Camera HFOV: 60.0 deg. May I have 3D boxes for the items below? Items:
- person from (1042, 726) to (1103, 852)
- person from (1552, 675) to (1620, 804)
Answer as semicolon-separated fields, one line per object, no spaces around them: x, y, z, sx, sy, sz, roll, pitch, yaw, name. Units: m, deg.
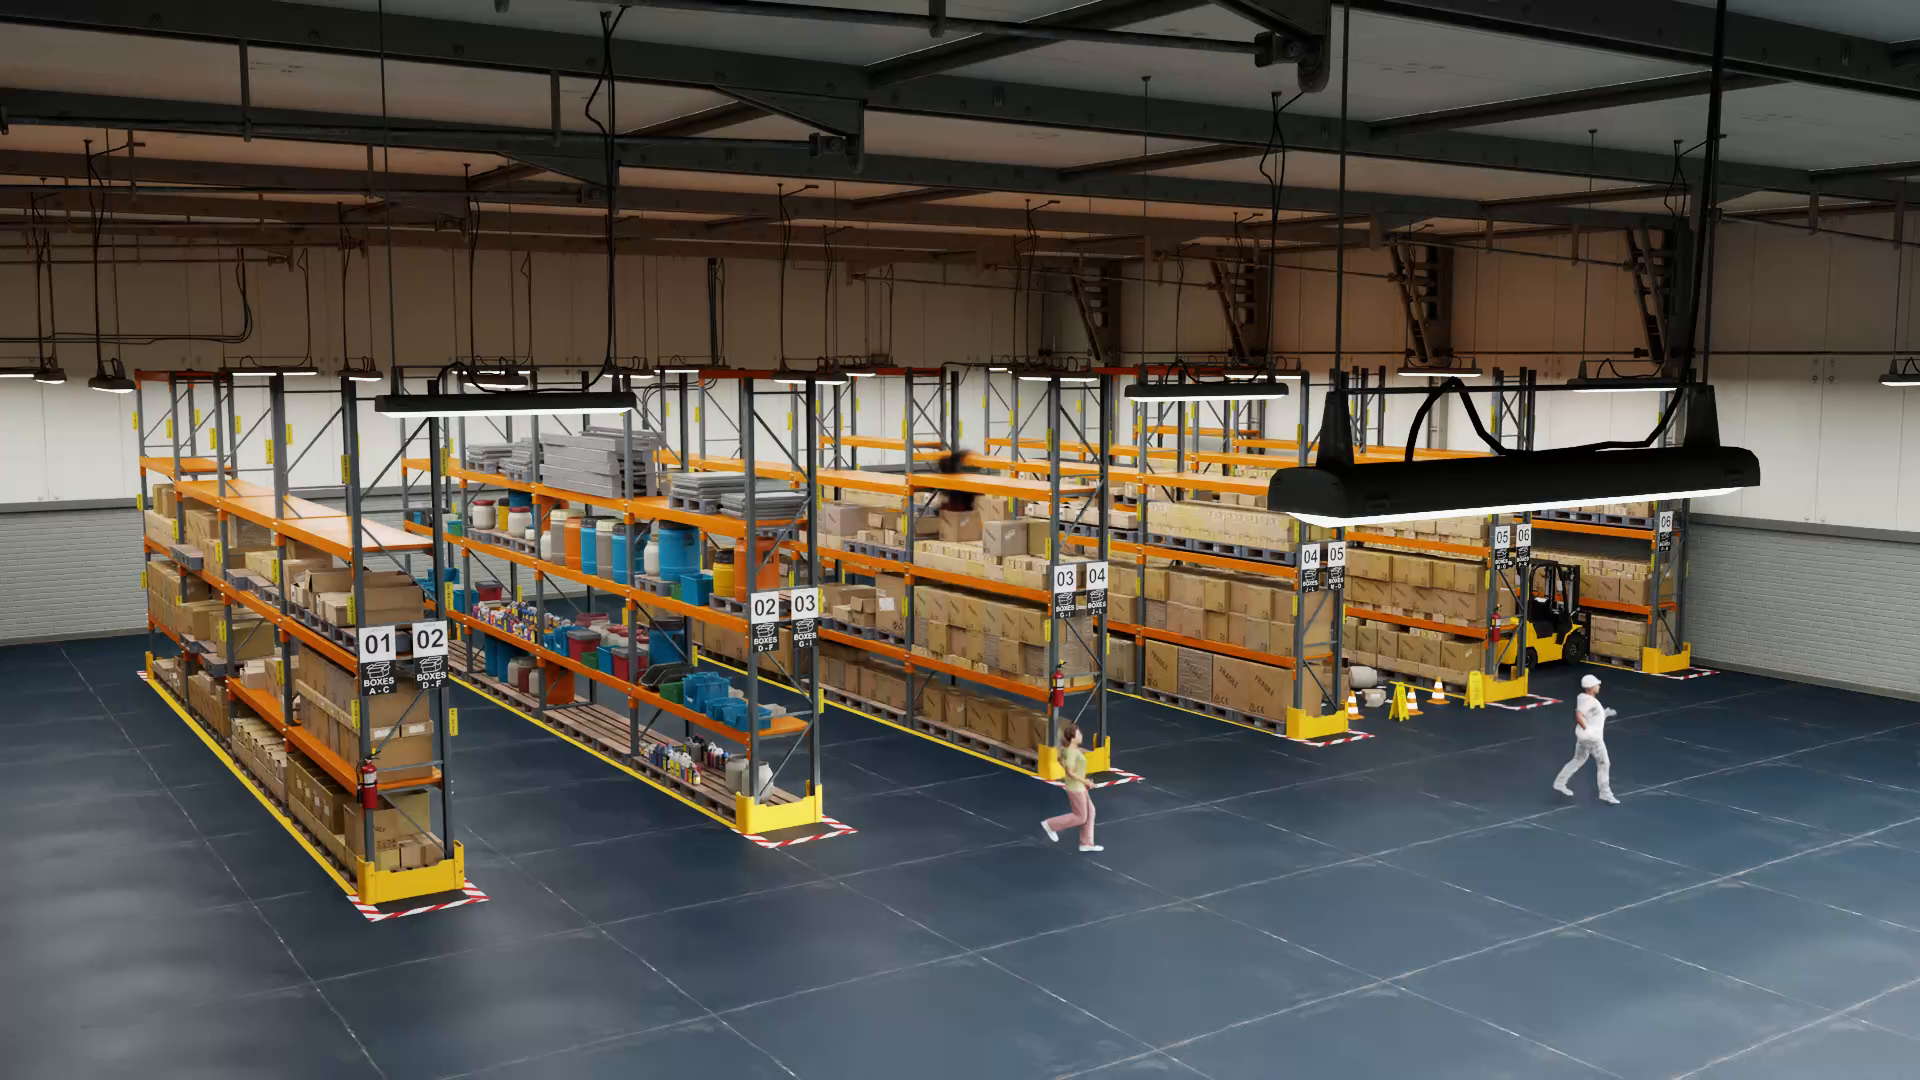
1.426;3.153;21.101;0.791;1.632;0.594;0;6;-2;person
8.832;2.794;23.361;0.897;1.818;0.671;0;6;3;person
